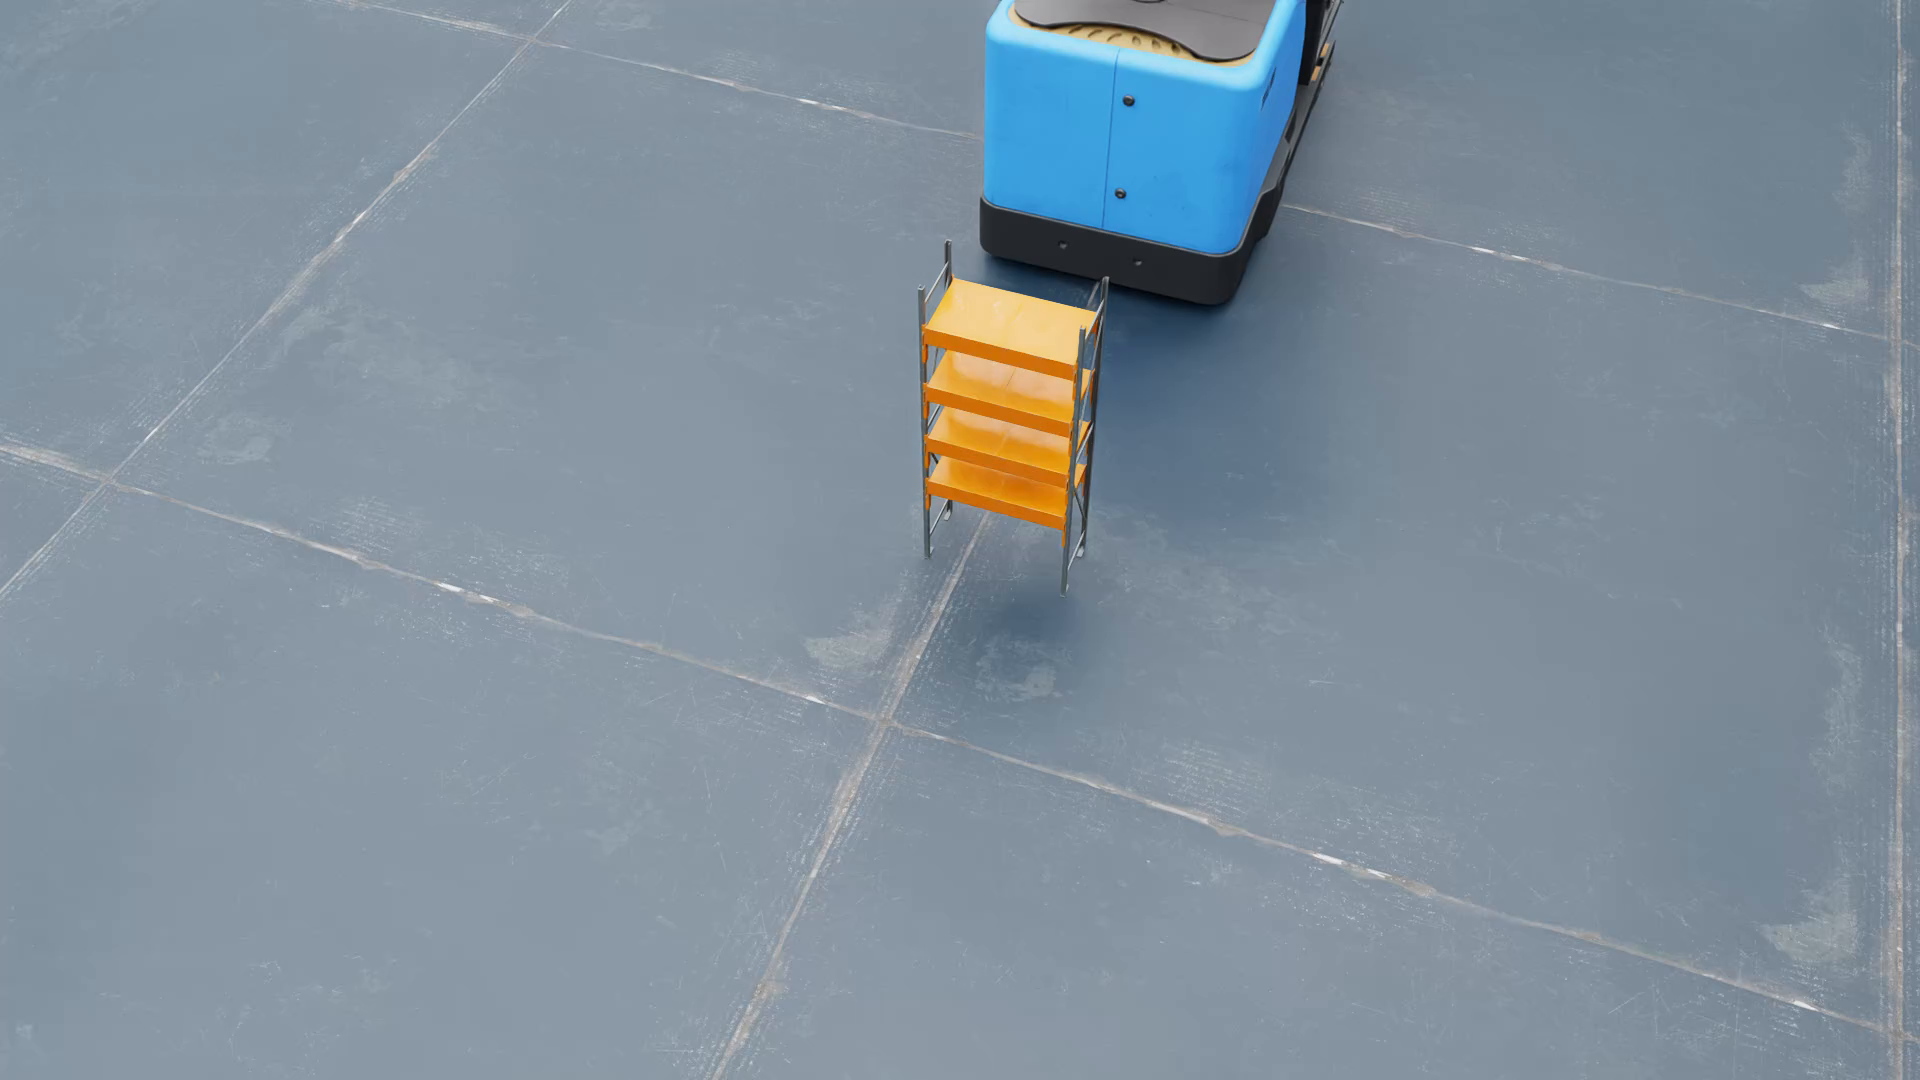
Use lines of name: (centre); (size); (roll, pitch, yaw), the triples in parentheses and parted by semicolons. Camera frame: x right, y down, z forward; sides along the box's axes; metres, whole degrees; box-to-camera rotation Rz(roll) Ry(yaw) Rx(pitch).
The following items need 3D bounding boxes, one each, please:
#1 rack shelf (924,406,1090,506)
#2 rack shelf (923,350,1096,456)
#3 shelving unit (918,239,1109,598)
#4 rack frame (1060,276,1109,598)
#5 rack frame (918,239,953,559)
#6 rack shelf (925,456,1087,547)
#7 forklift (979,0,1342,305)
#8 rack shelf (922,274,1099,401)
rack shelf: (0.155, -0.306, 5.310); (0.480, 0.148, 0.258); (16, 51, 13)
rack shelf: (0.155, -0.452, 5.141); (0.480, 0.148, 0.258); (16, 51, 13)
shelving unit: (0.155, -0.350, 5.259); (0.503, 1.200, 0.258); (16, 51, 13)
rack frame: (0.384, -0.286, 5.204); (0.015, 1.200, 0.240); (16, 51, 13)
rack frame: (-0.074, -0.414, 5.314); (0.015, 1.200, 0.240); (16, 51, 13)
rack shelf: (0.155, -0.176, 5.460); (0.480, 0.148, 0.258); (16, 51, 13)
forklift: (1.056, -3.012, 6.421); (1.130, 2.935, 3.031); (15, 51, 13)
rack shelf: (0.155, -0.607, 4.962); (0.480, 0.148, 0.258); (16, 51, 13)
